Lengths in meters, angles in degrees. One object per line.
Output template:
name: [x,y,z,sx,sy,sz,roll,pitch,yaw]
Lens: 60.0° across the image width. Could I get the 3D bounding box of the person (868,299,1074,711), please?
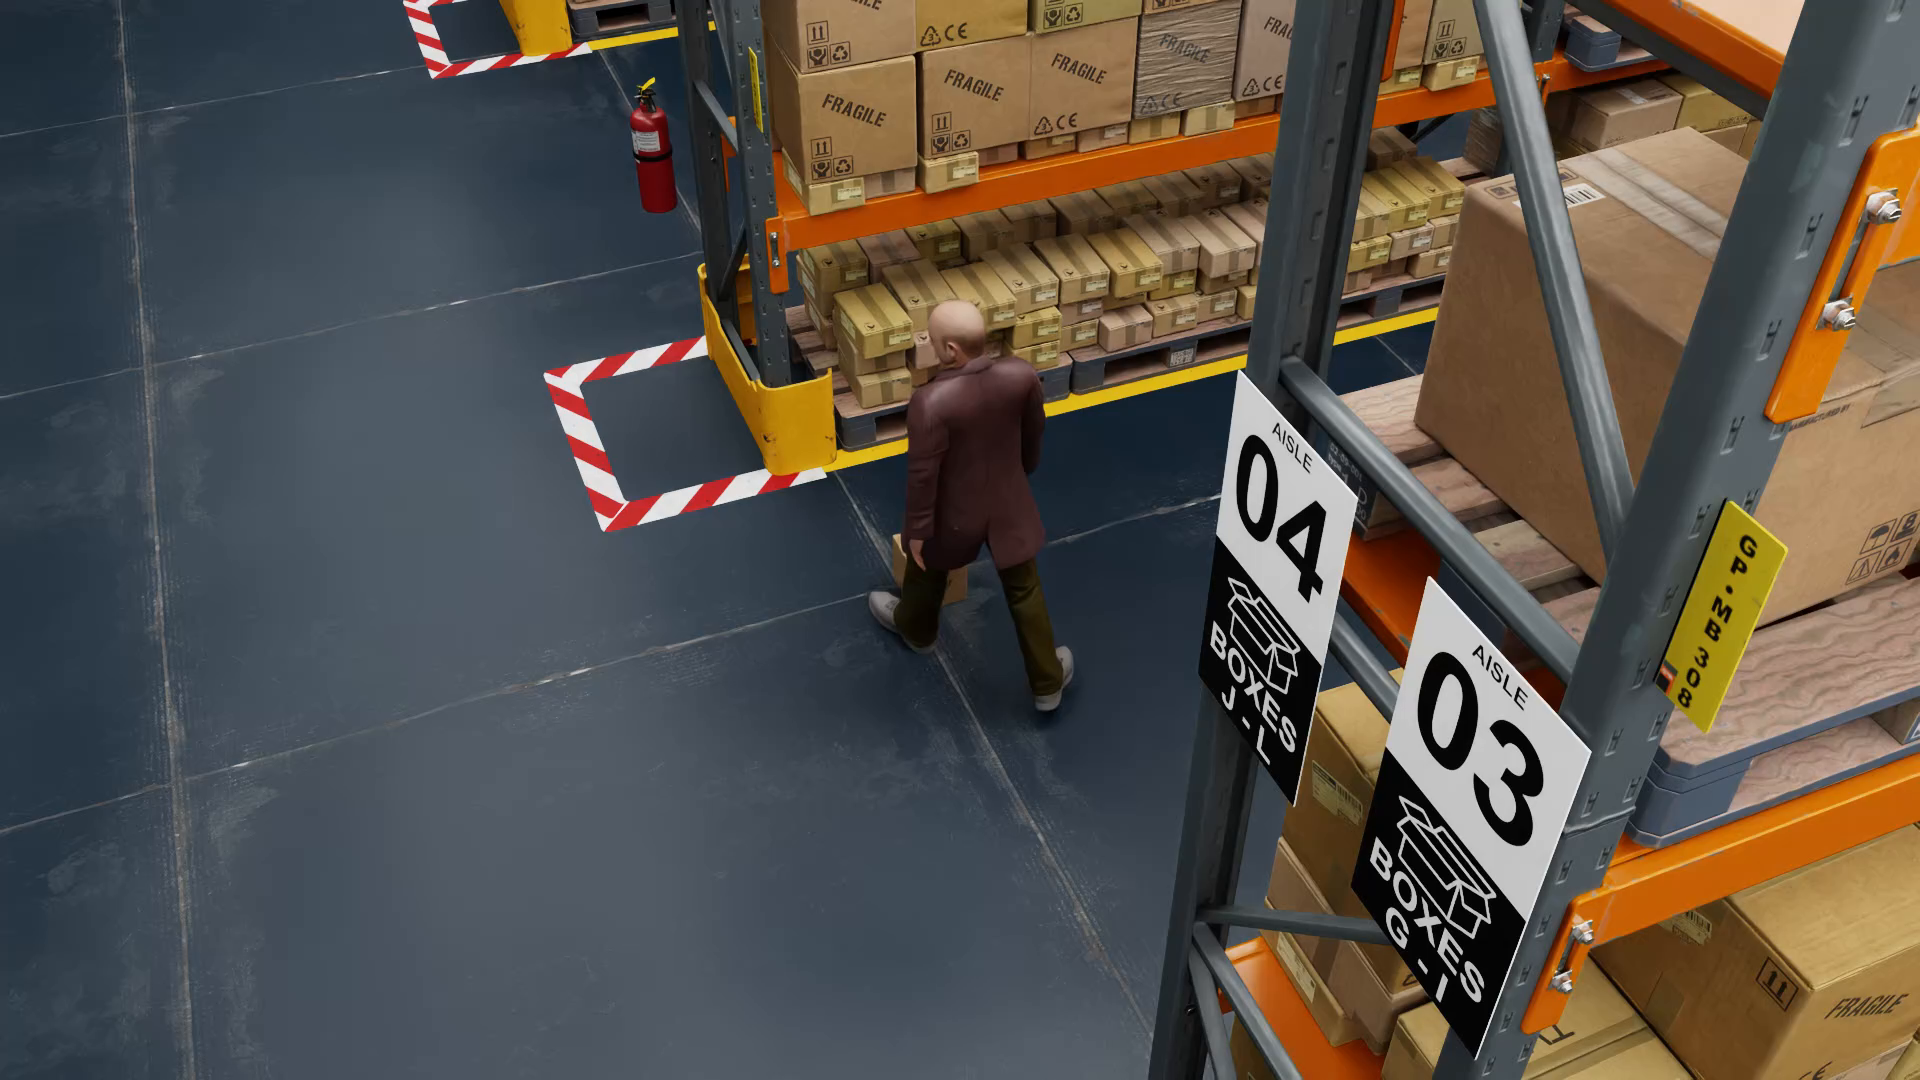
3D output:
person: [0.070,-0.165,6.374,0.697,1.761,0.901,-16,44,-18]
